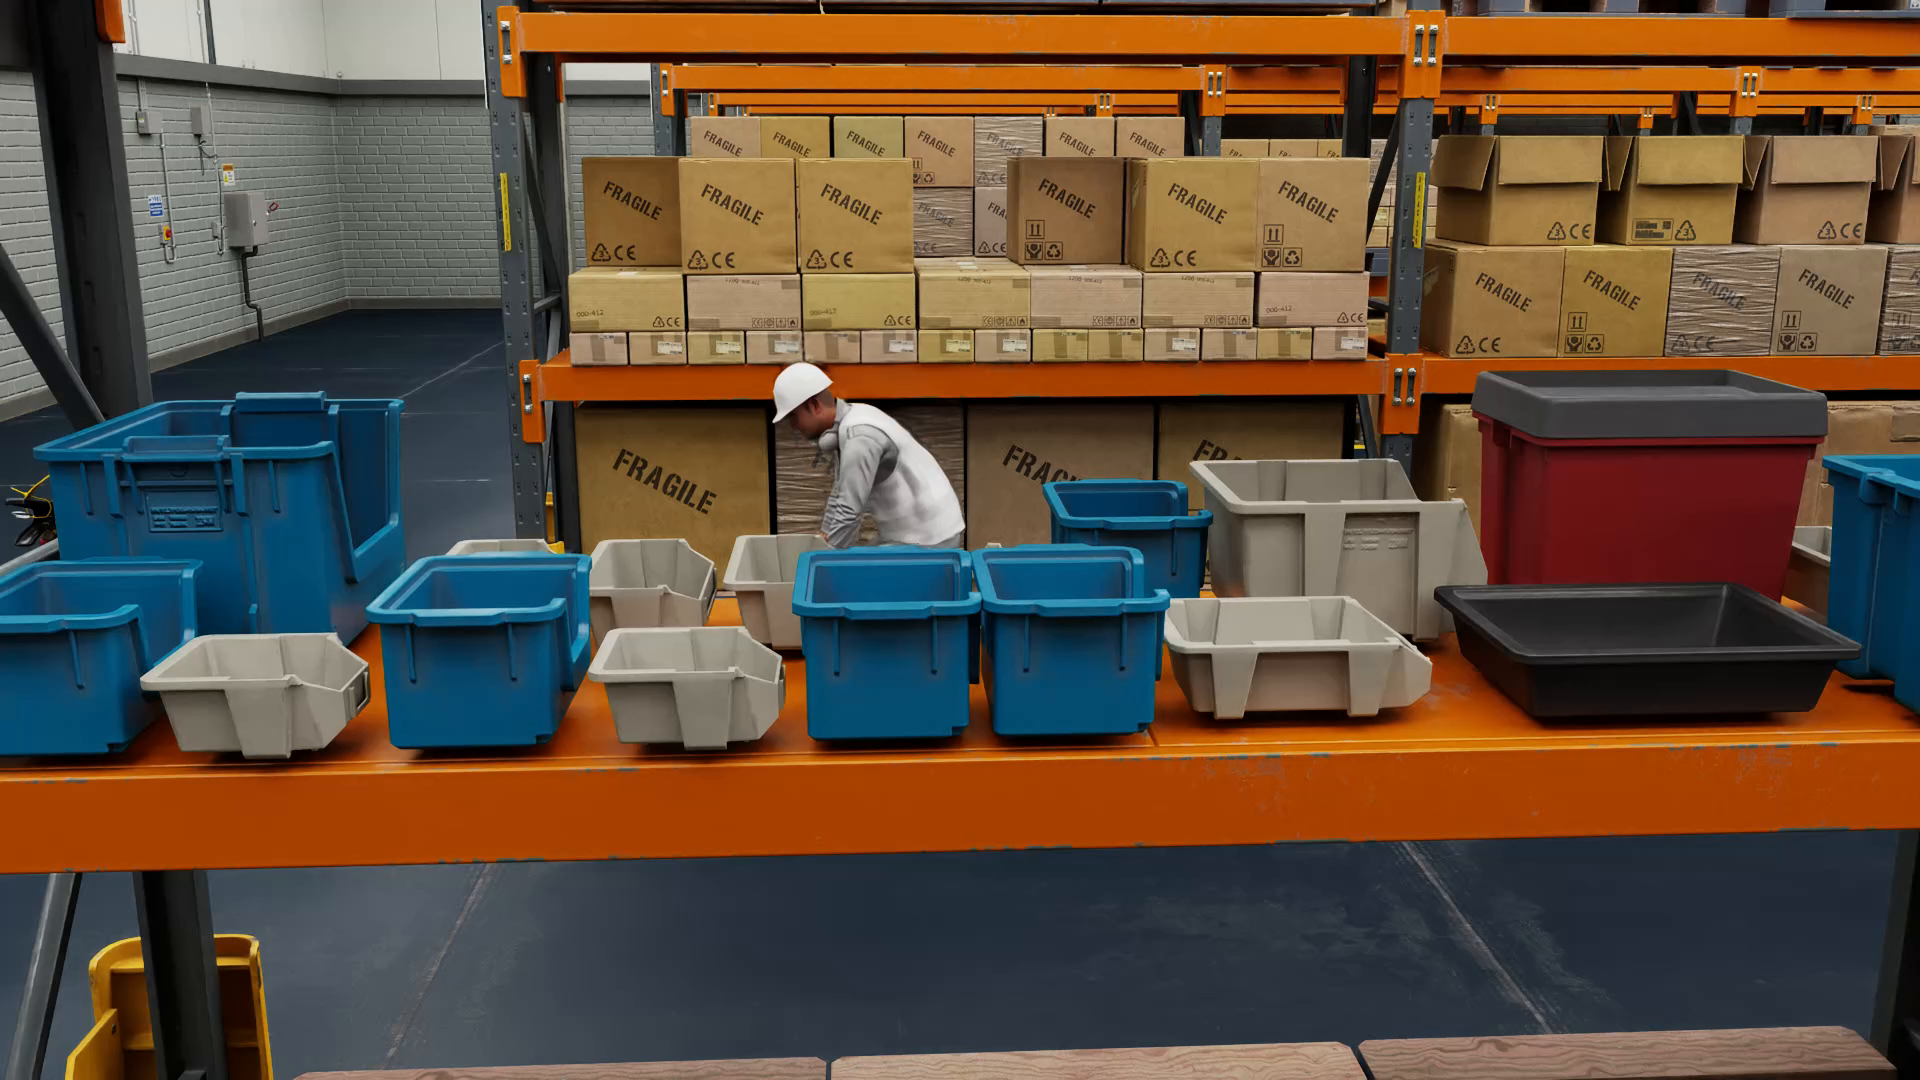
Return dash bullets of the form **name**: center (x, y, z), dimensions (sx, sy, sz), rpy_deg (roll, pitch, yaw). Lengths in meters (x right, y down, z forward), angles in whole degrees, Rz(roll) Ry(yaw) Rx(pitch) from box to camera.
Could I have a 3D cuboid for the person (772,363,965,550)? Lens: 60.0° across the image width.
- **person**: center (-0.365, -0.012, 6.753), dimensions (0.768, 1.422, 0.592), rpy_deg (-1, 13, -3)
